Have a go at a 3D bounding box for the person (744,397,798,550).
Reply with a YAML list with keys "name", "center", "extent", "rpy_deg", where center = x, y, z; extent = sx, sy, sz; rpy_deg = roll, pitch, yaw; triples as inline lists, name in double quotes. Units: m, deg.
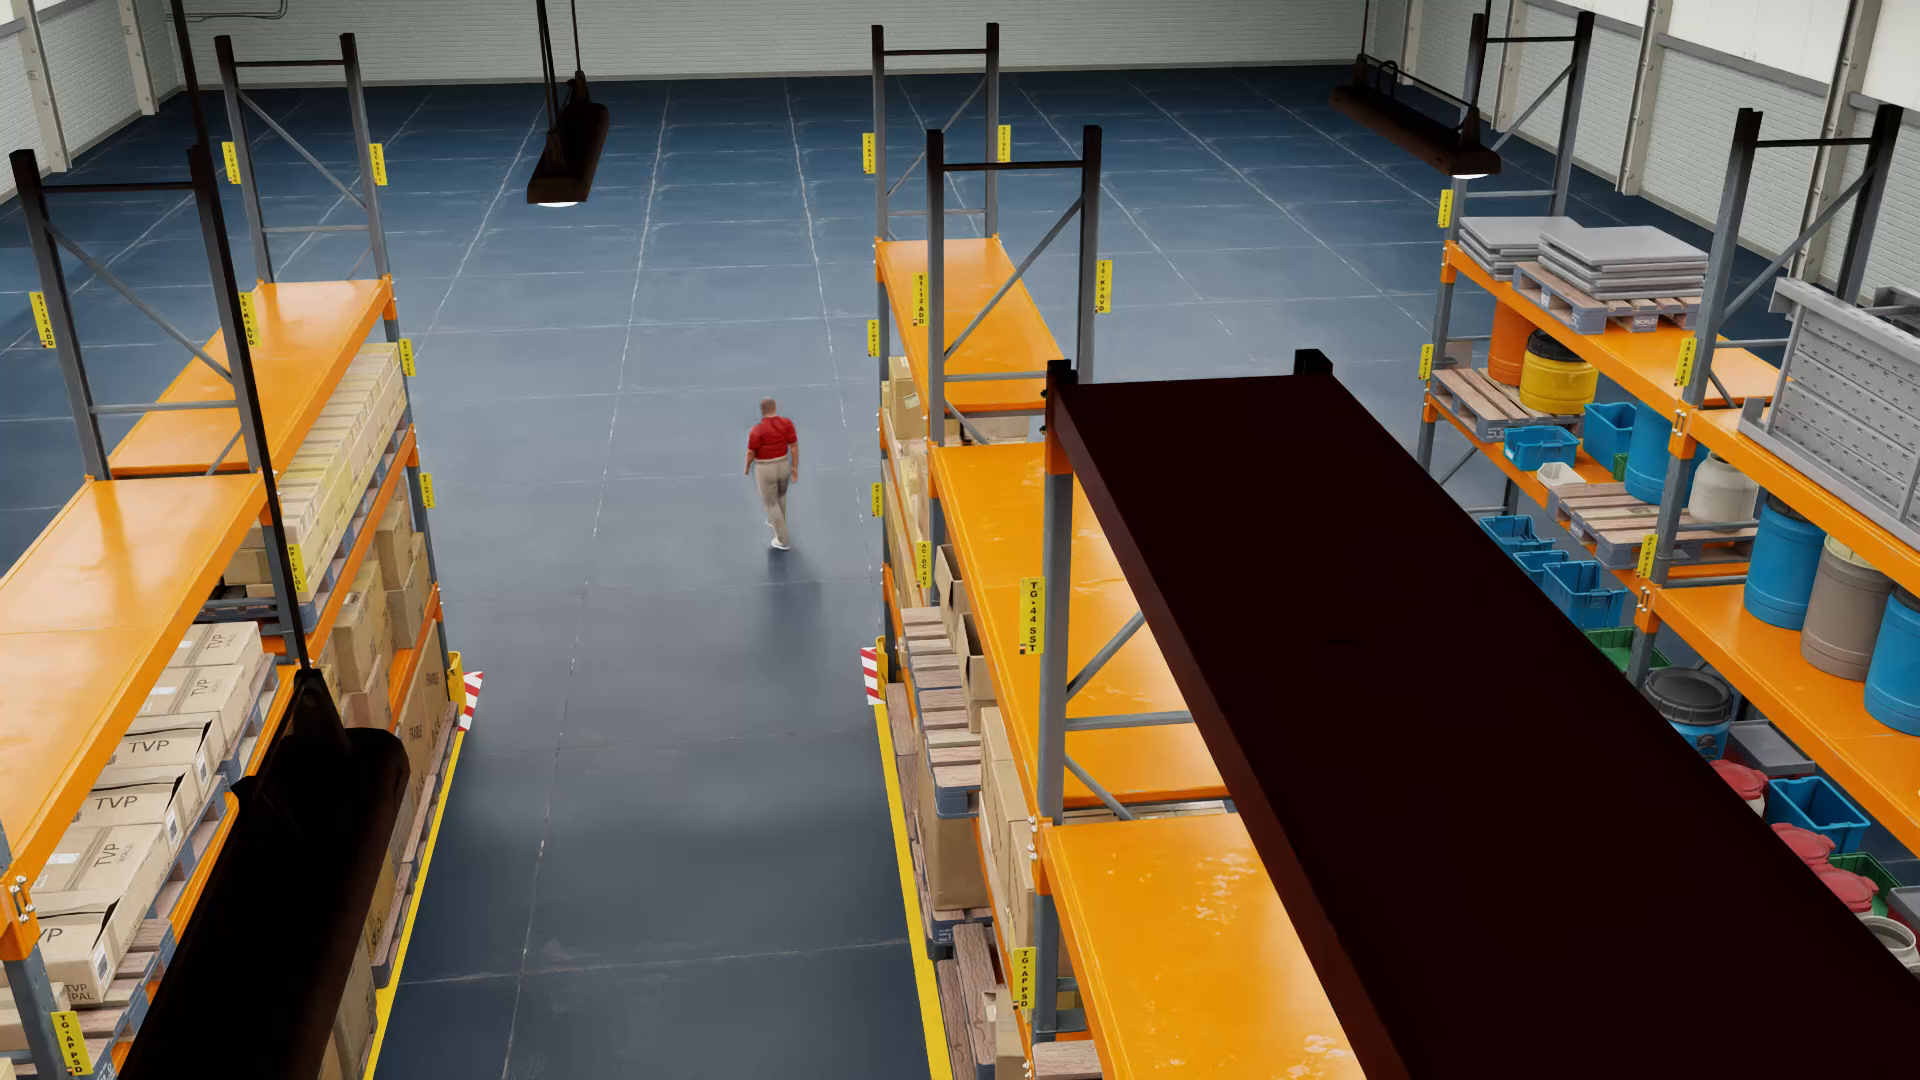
- name: "person"
  center: [-2.089, -0.788, 18.147]
  extent: [0.563, 1.701, 0.850]
  rpy_deg: [-20, 32, -36]
